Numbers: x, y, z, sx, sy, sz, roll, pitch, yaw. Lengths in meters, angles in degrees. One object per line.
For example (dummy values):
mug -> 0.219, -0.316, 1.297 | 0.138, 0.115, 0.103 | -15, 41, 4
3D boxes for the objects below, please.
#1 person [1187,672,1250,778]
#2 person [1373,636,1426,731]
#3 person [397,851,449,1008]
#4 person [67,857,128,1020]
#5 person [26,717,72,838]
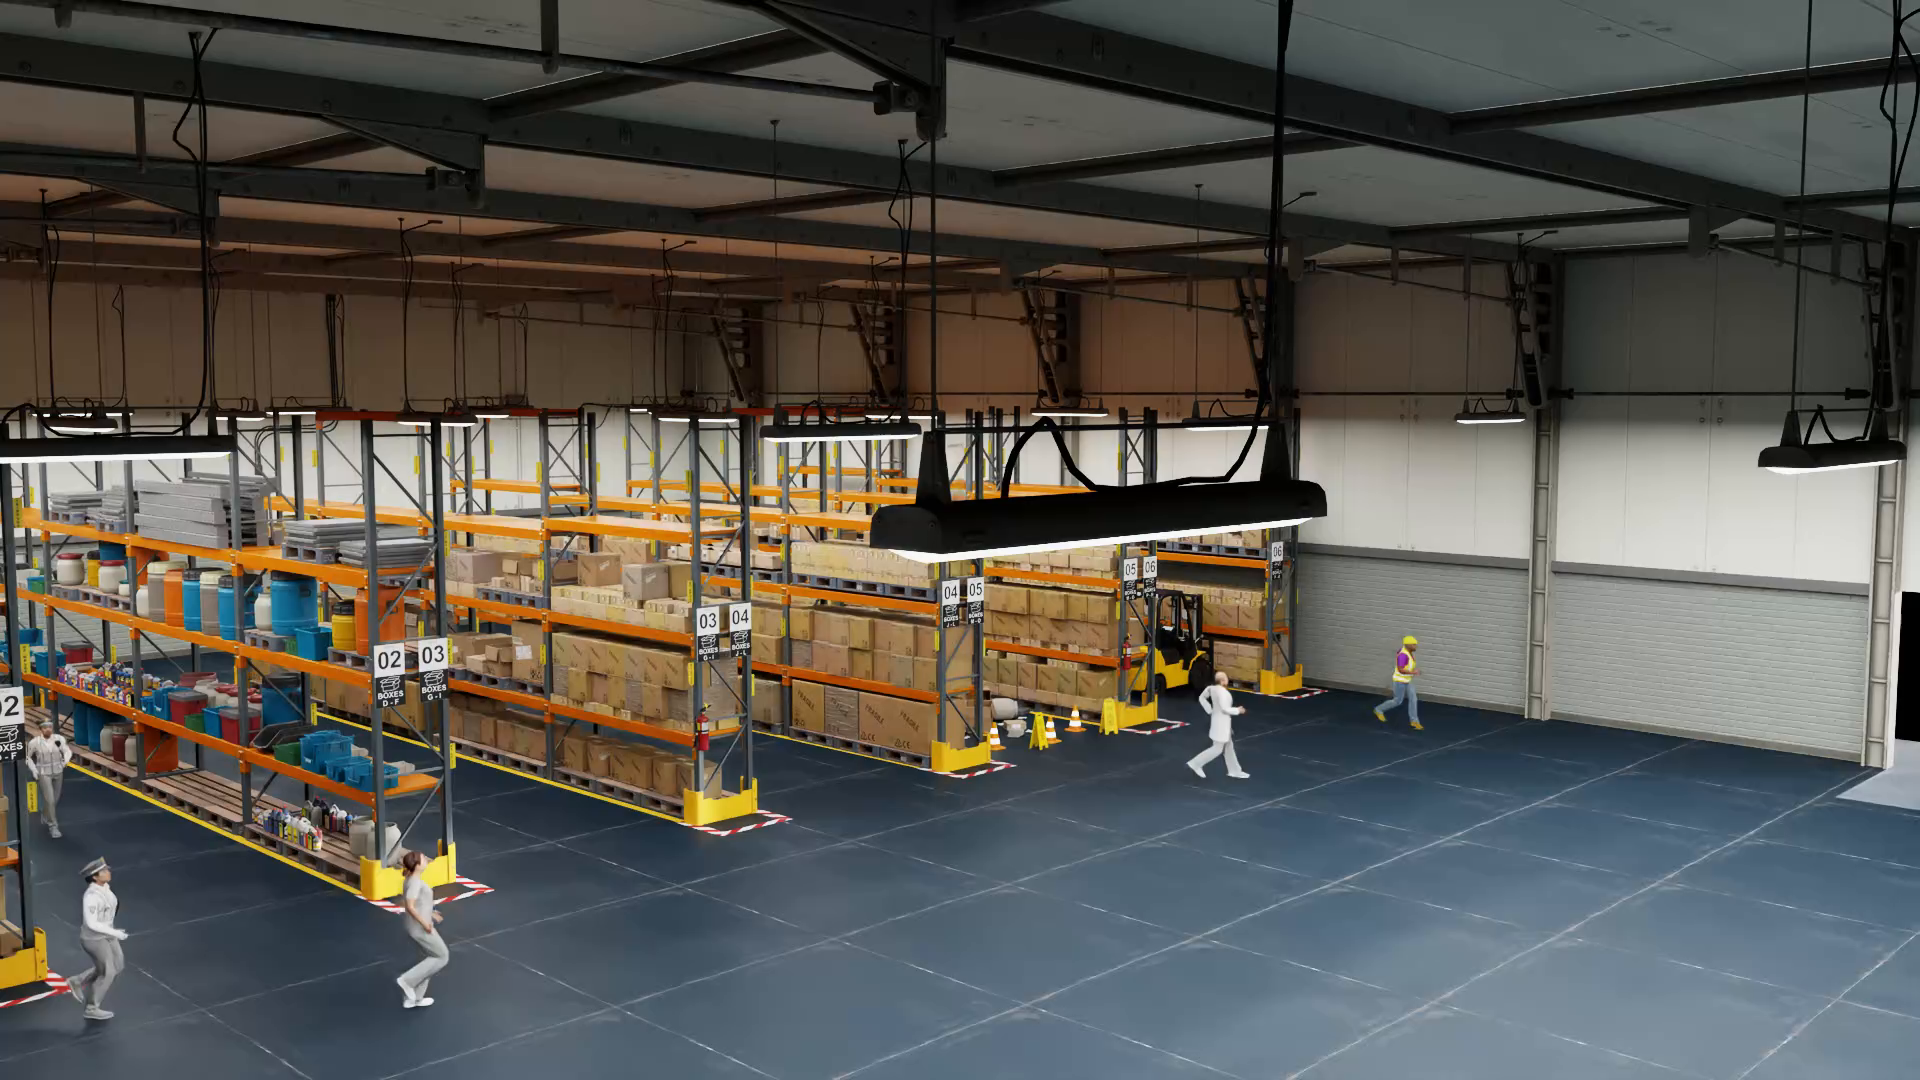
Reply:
person -> 4.225, 3.028, 27.063 | 1.068, 1.777, 0.710 | -1, 5, -6
person -> 8.326, 2.690, 31.432 | 0.998, 1.774, 0.734 | 3, 6, 29
person -> -5.554, 4.005, 17.134 | 0.520, 1.632, 0.573 | -3, 6, -29
person -> -8.731, 4.019, 16.857 | 0.594, 1.658, 0.649 | -1, 5, -15
person -> -13.034, 3.354, 23.808 | 0.839, 1.694, 0.610 | 5, 7, 45
